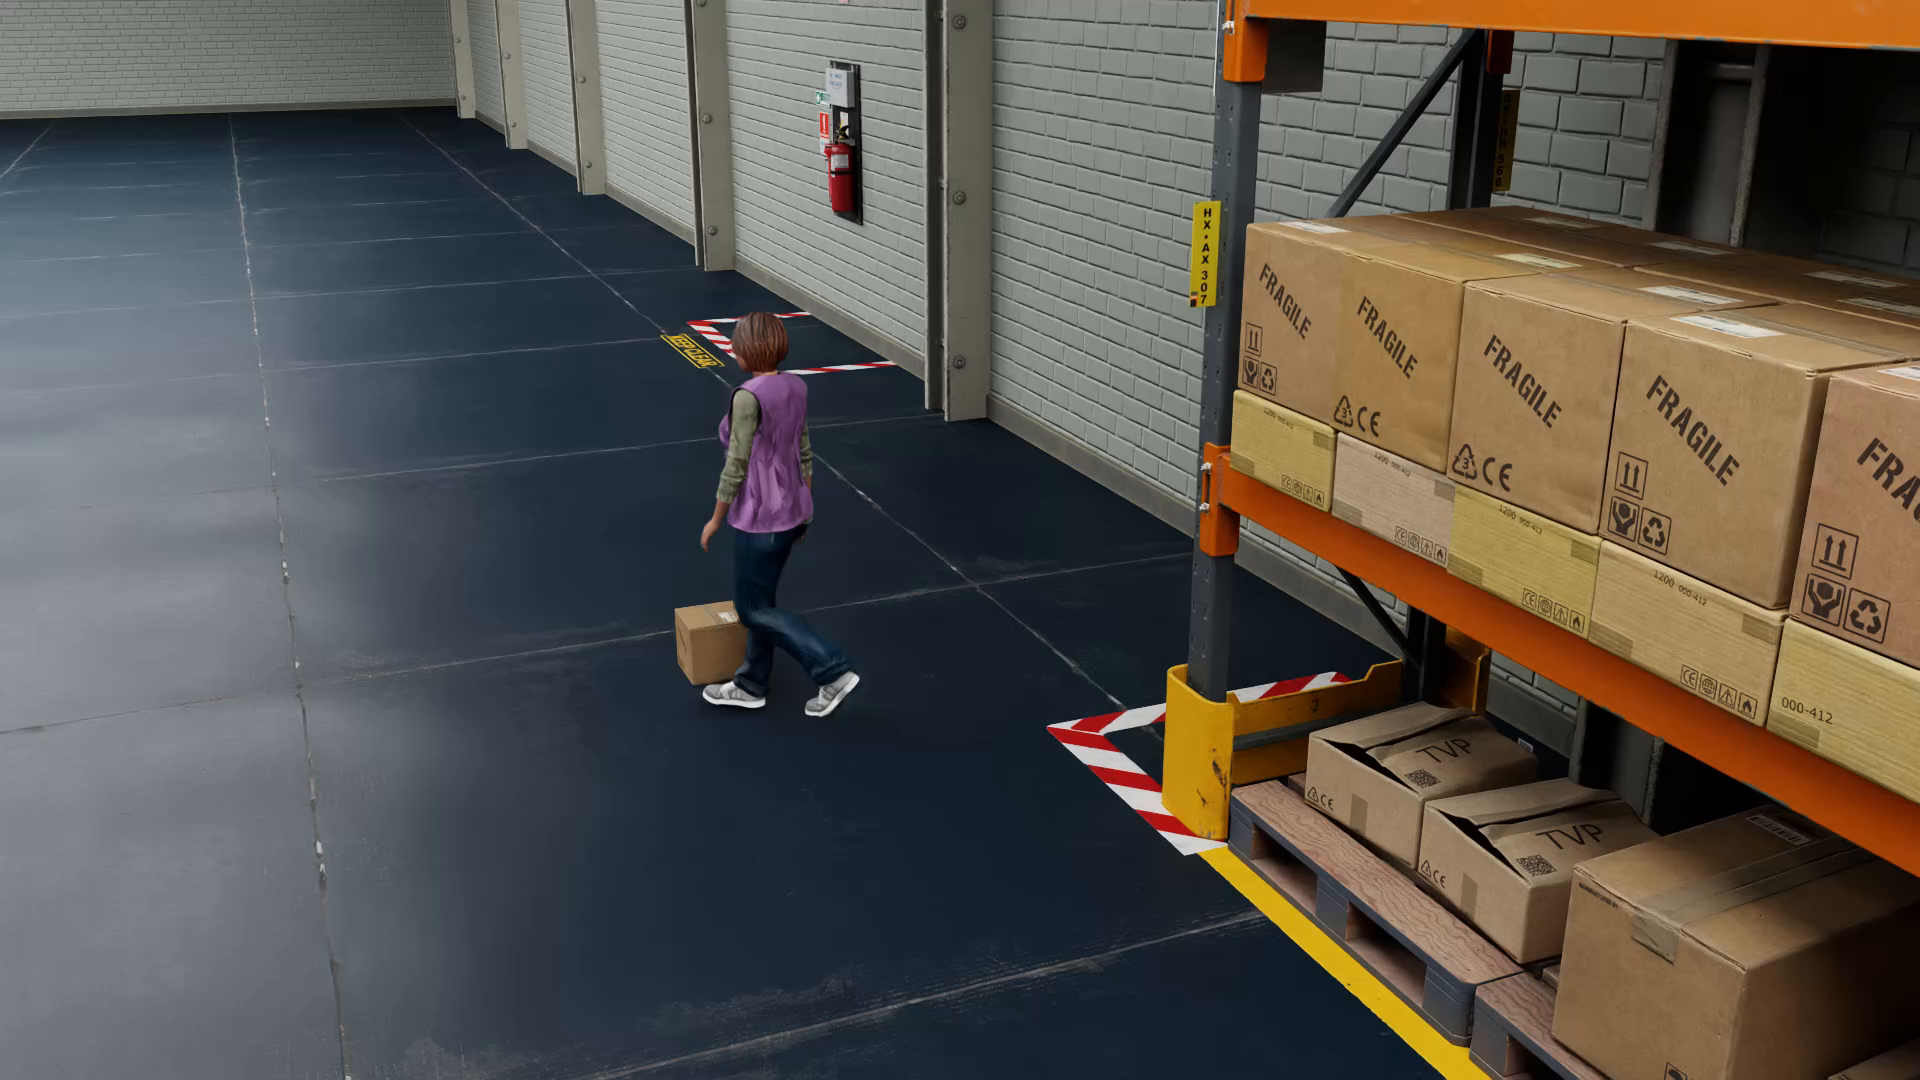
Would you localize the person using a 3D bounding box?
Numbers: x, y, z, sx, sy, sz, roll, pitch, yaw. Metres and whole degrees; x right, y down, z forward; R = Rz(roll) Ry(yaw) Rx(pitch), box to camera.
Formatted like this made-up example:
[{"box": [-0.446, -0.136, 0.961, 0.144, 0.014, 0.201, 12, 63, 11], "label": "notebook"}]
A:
[{"box": [-0.693, -0.065, 6.265, 0.724, 1.583, 0.420, 8, 21, 21], "label": "person"}]
